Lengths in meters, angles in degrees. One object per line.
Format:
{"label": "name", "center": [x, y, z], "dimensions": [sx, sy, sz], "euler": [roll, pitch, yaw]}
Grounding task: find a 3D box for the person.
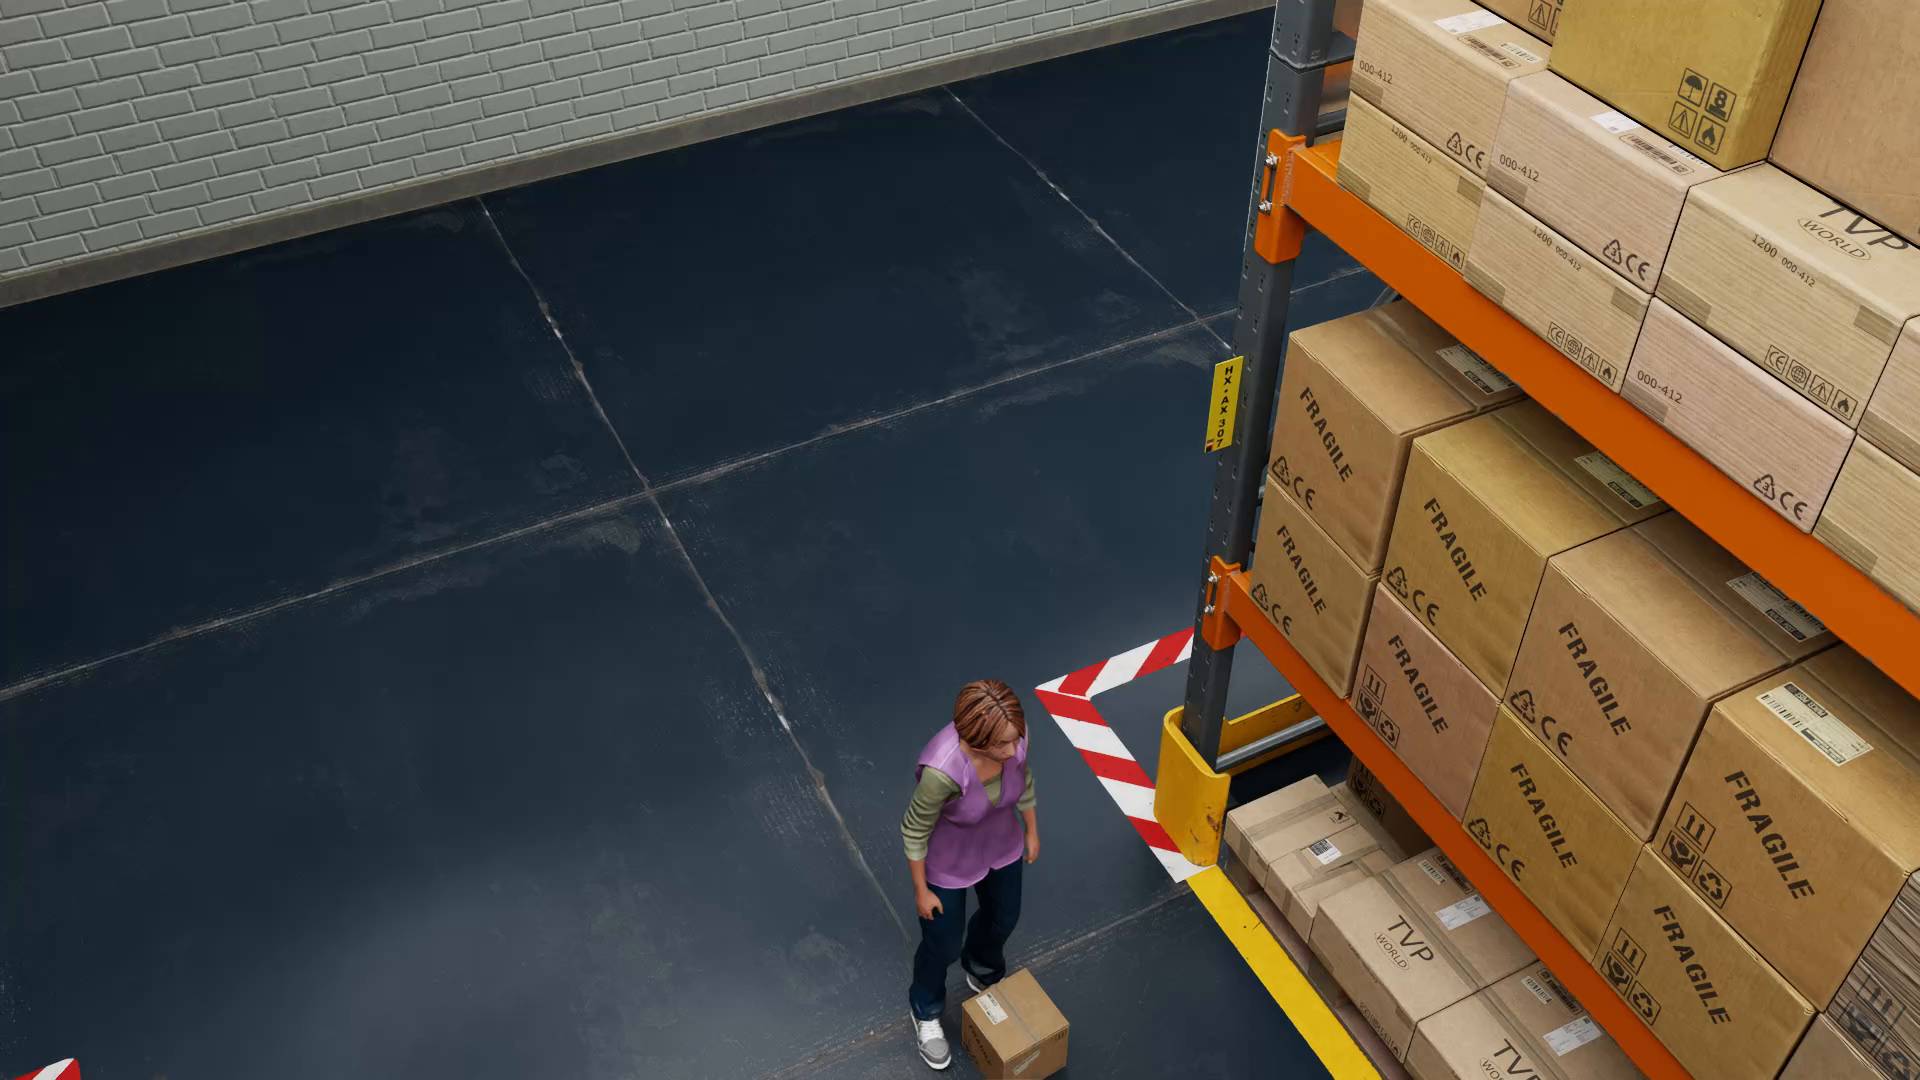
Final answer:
{"label": "person", "center": [0.032, 0.976, 5.077], "dimensions": [0.486, 1.594, 0.341], "euler": [-24, 47, -25]}
